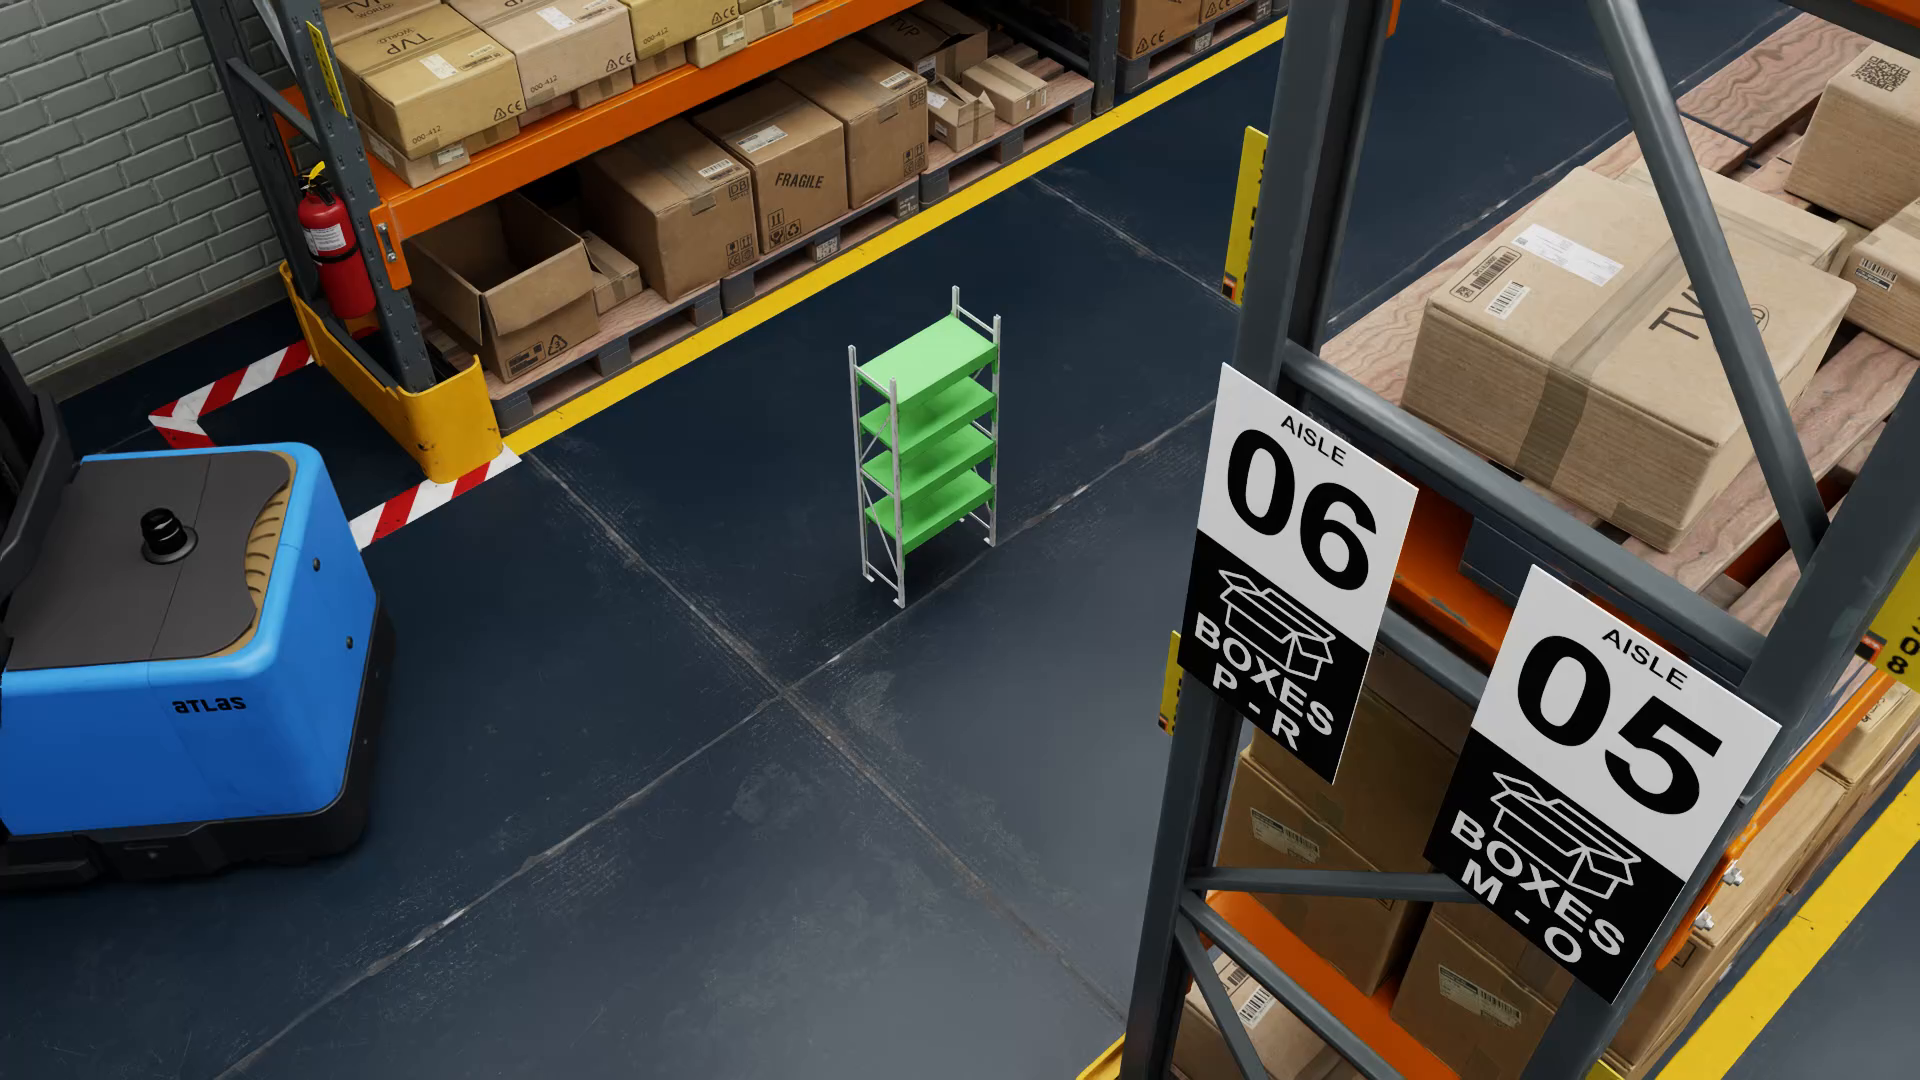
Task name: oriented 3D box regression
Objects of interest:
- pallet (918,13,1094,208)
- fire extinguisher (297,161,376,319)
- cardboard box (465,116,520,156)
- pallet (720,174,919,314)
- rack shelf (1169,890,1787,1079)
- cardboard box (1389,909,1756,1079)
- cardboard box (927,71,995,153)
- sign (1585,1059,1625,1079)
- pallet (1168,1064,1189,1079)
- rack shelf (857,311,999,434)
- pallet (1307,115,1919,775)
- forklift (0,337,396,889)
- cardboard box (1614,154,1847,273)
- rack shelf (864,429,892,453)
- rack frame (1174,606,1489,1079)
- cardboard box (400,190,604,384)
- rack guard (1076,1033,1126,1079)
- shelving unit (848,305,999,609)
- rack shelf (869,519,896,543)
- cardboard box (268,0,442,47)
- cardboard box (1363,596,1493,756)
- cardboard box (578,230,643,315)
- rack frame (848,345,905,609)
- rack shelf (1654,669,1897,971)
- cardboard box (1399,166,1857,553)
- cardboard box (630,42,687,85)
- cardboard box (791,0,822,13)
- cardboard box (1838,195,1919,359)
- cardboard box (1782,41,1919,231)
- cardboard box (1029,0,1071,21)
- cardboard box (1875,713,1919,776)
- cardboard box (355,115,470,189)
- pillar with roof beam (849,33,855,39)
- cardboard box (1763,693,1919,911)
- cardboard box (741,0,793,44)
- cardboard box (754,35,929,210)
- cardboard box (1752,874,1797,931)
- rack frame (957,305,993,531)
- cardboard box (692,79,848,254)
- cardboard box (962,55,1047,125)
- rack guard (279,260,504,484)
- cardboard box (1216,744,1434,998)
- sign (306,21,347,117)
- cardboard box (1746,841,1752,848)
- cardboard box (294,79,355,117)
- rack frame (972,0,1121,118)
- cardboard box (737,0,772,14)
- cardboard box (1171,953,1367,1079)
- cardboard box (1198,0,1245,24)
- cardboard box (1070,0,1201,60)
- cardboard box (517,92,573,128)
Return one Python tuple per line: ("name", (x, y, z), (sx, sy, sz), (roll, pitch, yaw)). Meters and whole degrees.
("pallet", (-0.066, -2.292, 8.775), (1.213, 0.211, 1.003), (-34, 56, -27))
("fire extinguisher", (-2.314, -1.122, 6.104), (0.183, 0.674, 0.296), (-34, 56, -27))
("cardboard box", (-1.932, -1.678, 6.482), (0.250, 0.149, 0.380), (-32, 55, -26))
("pallet", (-0.969, -1.686, 8.215), (1.213, 0.211, 1.003), (-34, 56, -27))
("rack shelf", (2.305, 0.353, 4.926), (4.000, 0.370, 1.077), (-34, 56, -27))
("cardboard box", (1.374, 0.983, 3.787), (0.500, 0.500, 0.500), (-34, 56, -27))
("cardboard box", (-0.036, -2.180, 8.349), (0.258, 0.266, 0.396), (-32, 55, -26))
("sign", (1.195, 1.083, 3.121), (0.005, 0.325, 0.100), (-34, 56, -27))
("pallet", (1.365, 1.606, 5.178), (1.213, 0.211, 1.003), (-34, 56, -27))
("rack shelf", (-0.122, -0.607, 5.981), (0.480, 0.148, 0.258), (-34, 56, -27))
("pallet", (1.368, -0.261, 3.023), (1.213, 0.211, 1.003), (-34, 56, -27))
("forklift", (-0.305, 1.818, 3.192), (9.132, 2.843, 7.012), (-4, 47, -4))
("cardboard box", (1.354, -0.532, 3.030), (0.380, 0.149, 0.250), (35, 56, 28))
("rack shelf", (-0.122, -0.464, 6.136), (0.442, 0.029, 0.199), (-34, 56, -27))
("rack frame", (0.823, 1.096, 3.751), (0.053, 2.616, 0.949), (-34, 56, -27))
("cardboard box", (-2.000, -1.146, 7.232), (0.637, 0.503, 0.797), (-36, 57, -28))
("rack guard", (0.808, 1.958, 4.657), (0.348, 0.500, 1.175), (-34, 56, -27))
("shelving unit", (7.177, 1.156, 4.921), (8.595, 1.200, 13.061), (-34, 56, -27))
("rack shelf", (-0.122, -0.138, 6.489), (0.442, 0.029, 0.199), (-34, 56, -27))
("cardboard box", (-2.355, -2.021, 6.527), (0.500, 0.250, 0.500), (-32, 55, -26))
("cardboard box", (0.956, 0.219, 3.371), (0.250, 0.149, 0.380), (-33, 55, -27))
("cardboard box", (-1.660, -1.214, 7.537), (0.250, 0.149, 0.380), (-36, 57, -28))
("rack frame", (-0.303, -0.204, 6.175), (0.015, 1.200, 0.240), (-34, 56, -27))
("rack shelf", (5.639, 2.539, 1.888), (4.000, 1.870, 10.987), (-34, 56, -27))
("cardboard box", (1.098, -0.316, 2.761), (0.500, 0.250, 0.500), (34, 56, 27))
("cardboard box", (-1.340, -2.053, 6.827), (0.250, 0.149, 0.380), (-33, 55, -27))
("cardboard box", (-0.777, -2.443, 7.188), (0.250, 0.149, 0.380), (-34, 56, -27))
("cardboard box", (1.785, -0.423, 2.929), (0.250, 0.149, 0.380), (-32, 55, -26))
("cardboard box", (1.967, -0.778, 3.146), (0.500, 0.311, 0.500), (-33, 55, -27))
("cardboard box", (0.904, -3.513, 9.317), (1.298, 0.649, 0.516), (-32, 55, -26))
("cardboard box", (2.126, 0.125, 3.899), (0.500, 0.500, 0.500), (-34, 56, -27))
("cardboard box", (-2.089, -1.527, 6.342), (0.250, 0.149, 0.380), (-34, 56, -27))
("pillar with roof beam", (2.218, -3.416, 3.832), (0.400, 9.000, 9.100), (-34, 56, -27))
("cardboard box", (1.750, 0.384, 3.660), (0.500, 0.500, 0.500), (-35, 56, -28))
("cardboard box", (-0.921, -2.278, 7.035), (0.250, 0.149, 0.380), (-33, 55, -26))
("cardboard box", (-0.573, -2.059, 8.078), (0.500, 0.500, 0.700), (-36, 57, -28))
("cardboard box", (1.729, 0.718, 4.032), (0.500, 0.500, 0.500), (-35, 56, -28))
("rack frame", (0.058, -0.446, 6.398), (0.006, 1.046, 0.228), (-34, 56, -27))
("cardboard box", (-0.883, -1.753, 7.795), (0.500, 0.500, 0.500), (-33, 55, -27))
("cardboard box", (0.229, -2.317, 8.554), (0.250, 0.149, 0.380), (-35, 56, -28))
("rack guard", (-2.460, -0.789, 7.191), (0.348, 0.500, 1.175), (-34, 56, -27))
("cardboard box", (1.004, 0.682, 4.065), (0.500, 0.500, 0.500), (-33, 56, -27))
("sign", (-2.151, -1.598, 5.647), (0.005, 0.325, 0.100), (-34, 56, -27))
("cardboard box", (1.275, 0.480, 3.129), (0.250, 0.149, 0.380), (-33, 55, -26))
("cardboard box", (-2.452, -1.824, 6.616), (0.250, 0.149, 0.380), (-34, 56, -28))
("rack frame", (0.443, -3.577, 8.063), (0.127, 3.000, 1.000), (-34, 56, -27))
("cardboard box", (-0.890, -2.493, 6.962), (0.500, 0.250, 0.500), (-35, 56, -28))
("cardboard box", (1.247, 1.444, 4.888), (0.875, 0.438, 0.875), (-36, 57, -28))
("cardboard box", (1.340, -3.257, 9.182), (0.500, 0.500, 0.500), (-34, 56, -28))
("cardboard box", (0.952, -2.988, 8.935), (0.500, 0.500, 0.500), (-31, 55, -26))
("cardboard box", (-1.760, -1.827, 6.619), (0.250, 0.149, 0.380), (-34, 56, -28))
